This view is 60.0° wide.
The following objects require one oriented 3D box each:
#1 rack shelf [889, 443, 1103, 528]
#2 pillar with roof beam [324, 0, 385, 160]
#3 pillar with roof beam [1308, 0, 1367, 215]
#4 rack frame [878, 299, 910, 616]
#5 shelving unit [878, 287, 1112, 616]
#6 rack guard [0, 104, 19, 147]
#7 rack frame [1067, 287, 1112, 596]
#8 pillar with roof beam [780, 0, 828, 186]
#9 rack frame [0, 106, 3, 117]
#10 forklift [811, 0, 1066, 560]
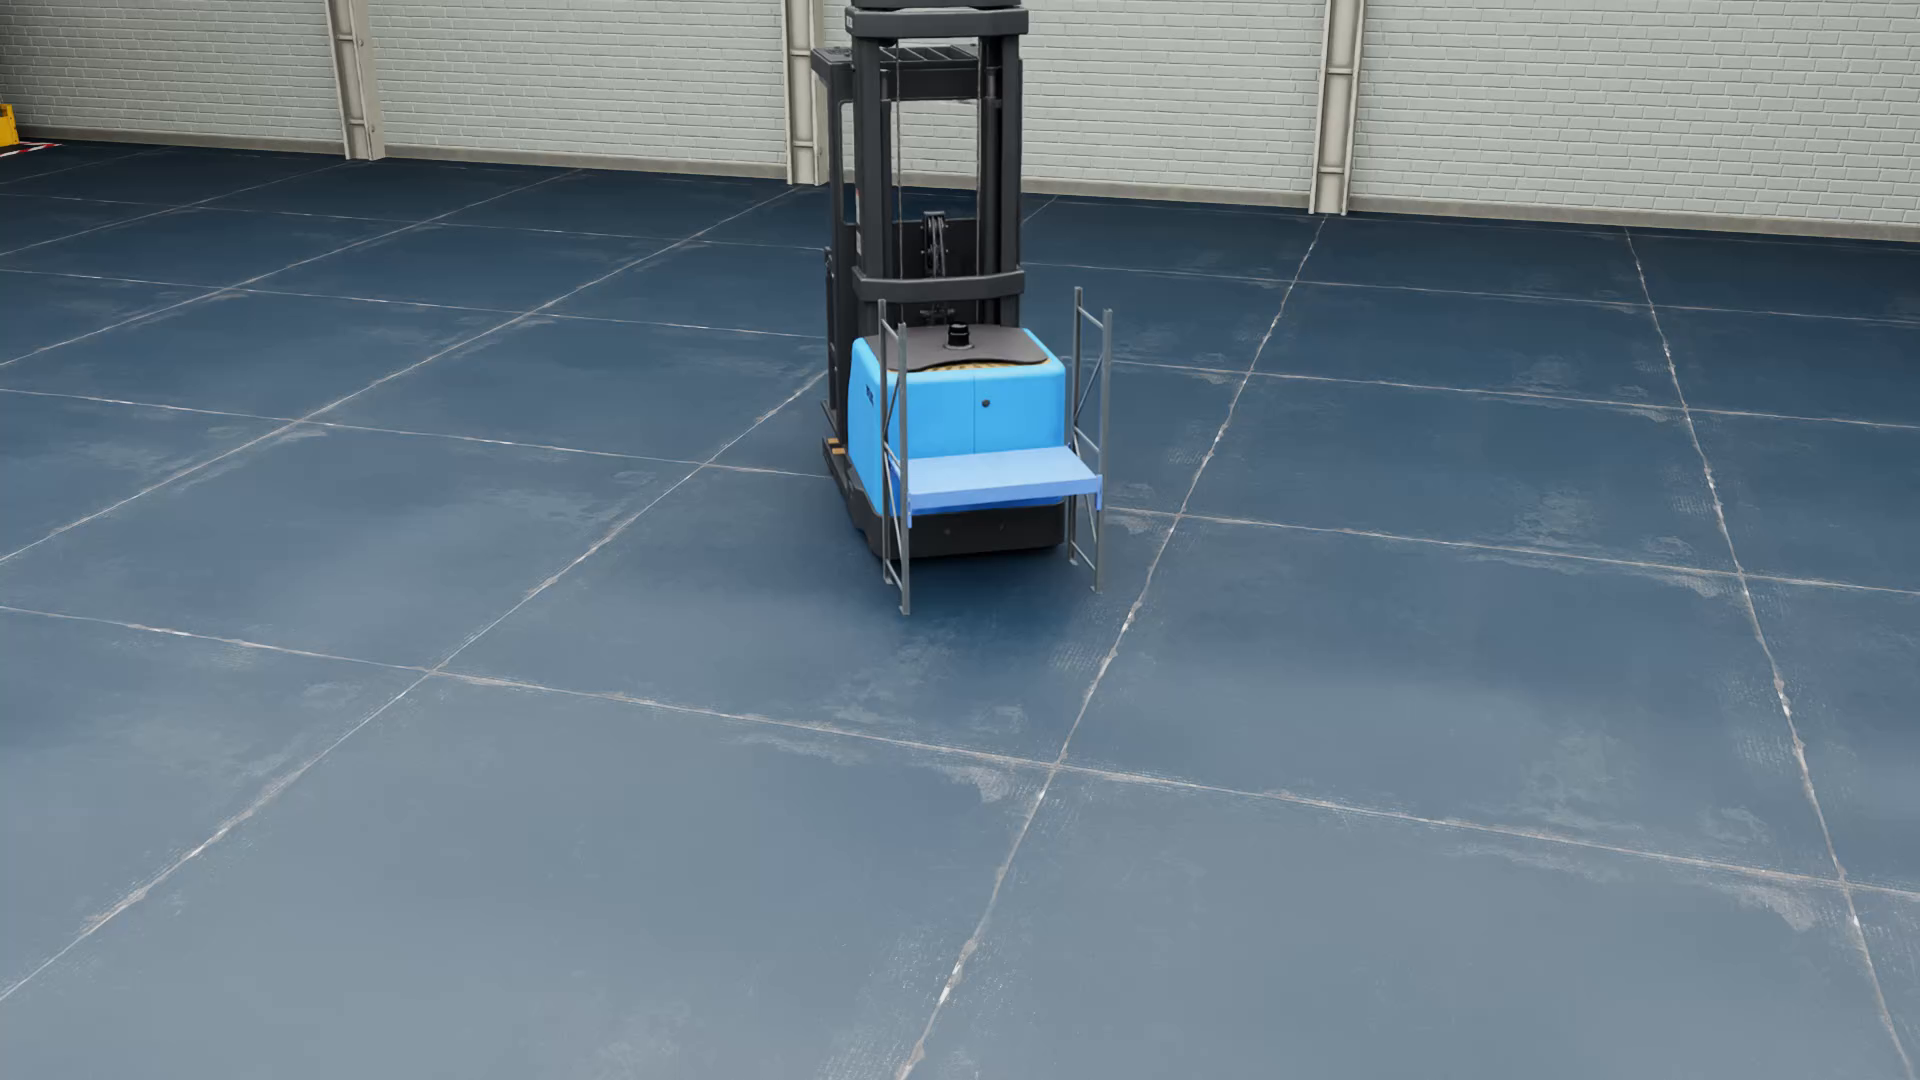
[{"bbox_3d":[0.165,-0.285,8.463,1.000,0.185,0.538,-6,23,-13],"label":"rack shelf"},{"bbox_3d":[-8.770,-7.446,15.565,0.400,9.000,9.100,7,23,16],"label":"pillar with roof beam"},{"bbox_3d":[2.719,-6.130,12.358,0.400,9.000,9.100,7,23,16],"label":"pillar with roof beam"},{"bbox_3d":[-0.328,-0.404,8.278,0.032,1.500,0.500,-6,23,-13],"label":"rack frame"},{"bbox_3d":[0.165,-0.452,8.395,1.048,1.500,0.538,-6,23,-13],"label":"shelving unit"},{"bbox_3d":[-12.841,-5.329,21.603,0.348,0.500,1.175,7,23,16],"label":"rack guard"},{"bbox_3d":[0.657,-0.499,8.511,0.032,1.500,0.500,-6,23,-13],"label":"rack frame"},{"bbox_3d":[-3.026,-6.788,13.961,0.400,9.000,9.100,7,23,16],"label":"pillar with roof beam"},{"bbox_3d":[-12.864,-6.488,21.135,0.127,3.000,1.000,7,23,16],"label":"rack frame"},{"bbox_3d":[-0.246,-1.781,9.750,1.130,2.935,3.031,-5,23,-11],"label":"forklift"}]
